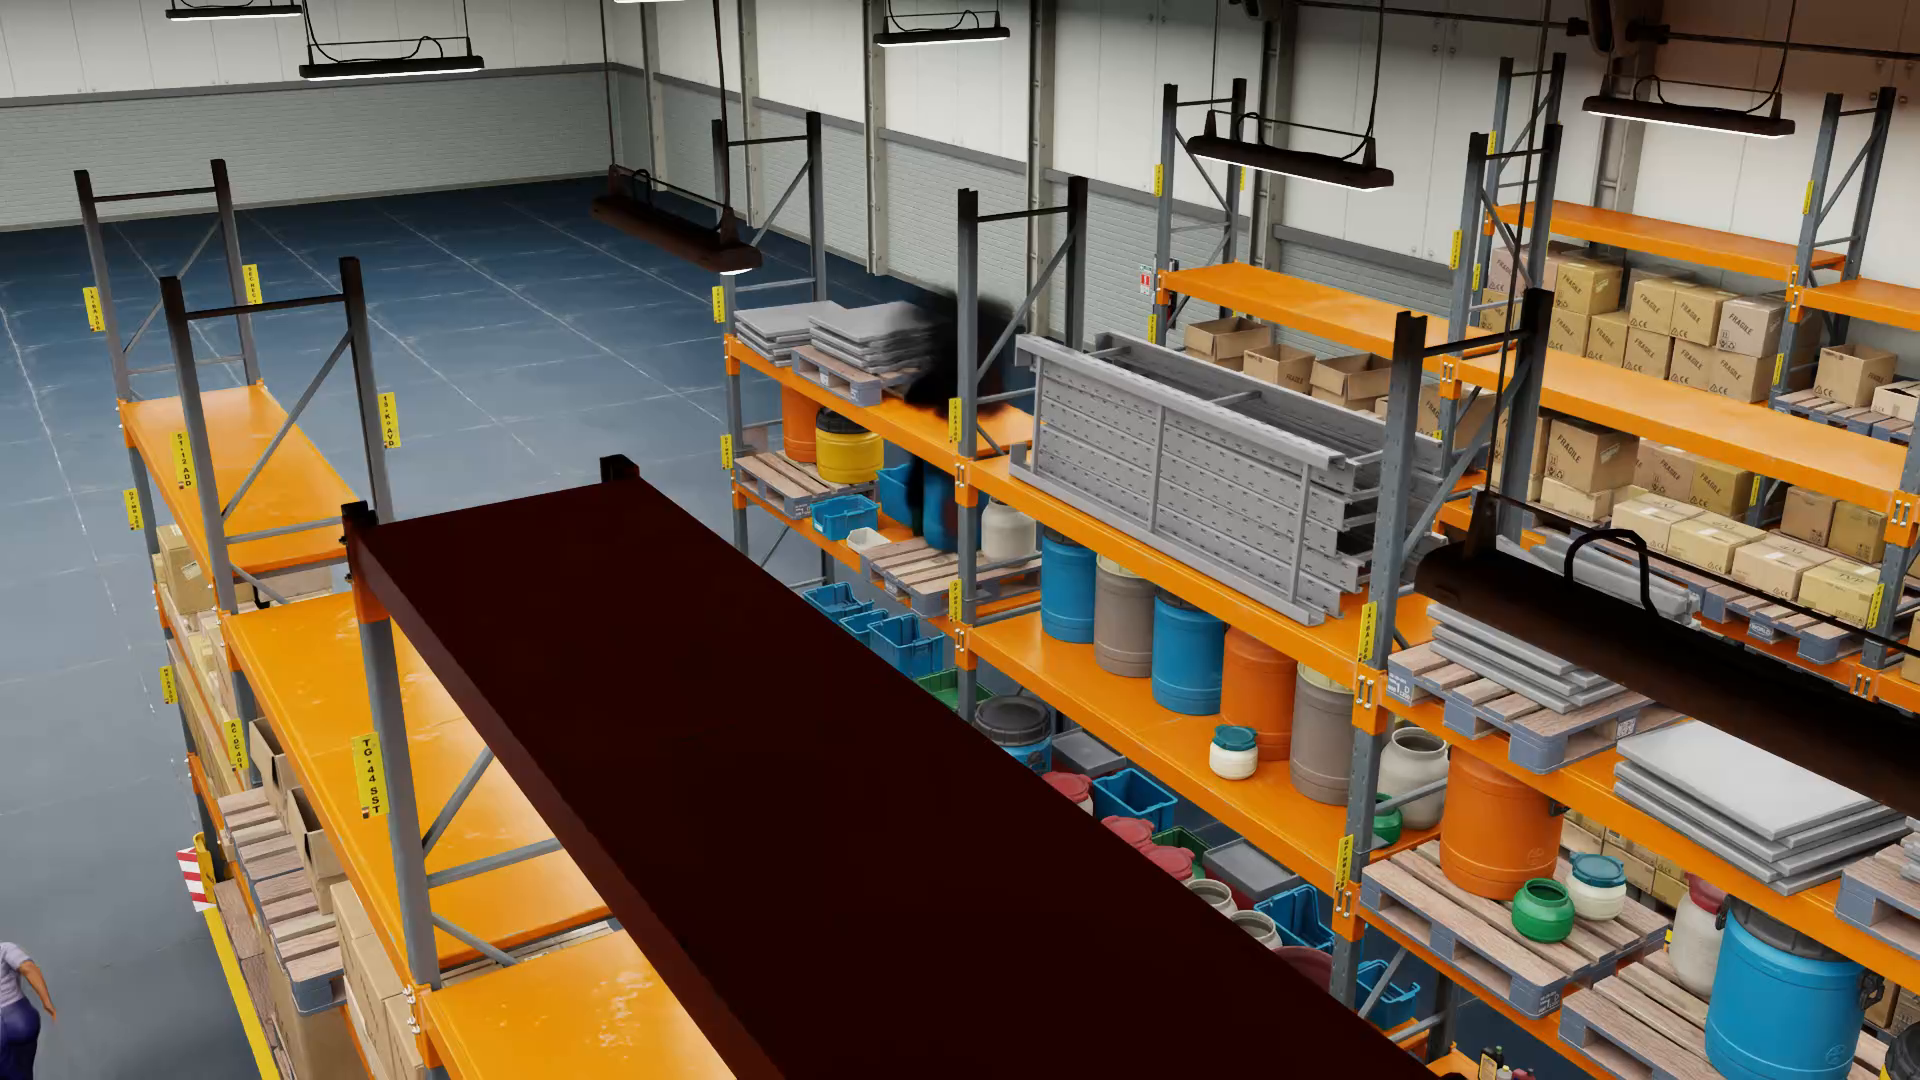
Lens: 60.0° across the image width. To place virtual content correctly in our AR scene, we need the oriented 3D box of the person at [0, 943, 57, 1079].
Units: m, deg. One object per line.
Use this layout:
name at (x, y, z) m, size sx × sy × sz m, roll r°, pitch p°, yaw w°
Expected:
person at (-6.382, 3.314, 11.128) m, size 0.605 × 1.465 × 1.049 m, roll -16°, pitch 27°, yaw -35°
